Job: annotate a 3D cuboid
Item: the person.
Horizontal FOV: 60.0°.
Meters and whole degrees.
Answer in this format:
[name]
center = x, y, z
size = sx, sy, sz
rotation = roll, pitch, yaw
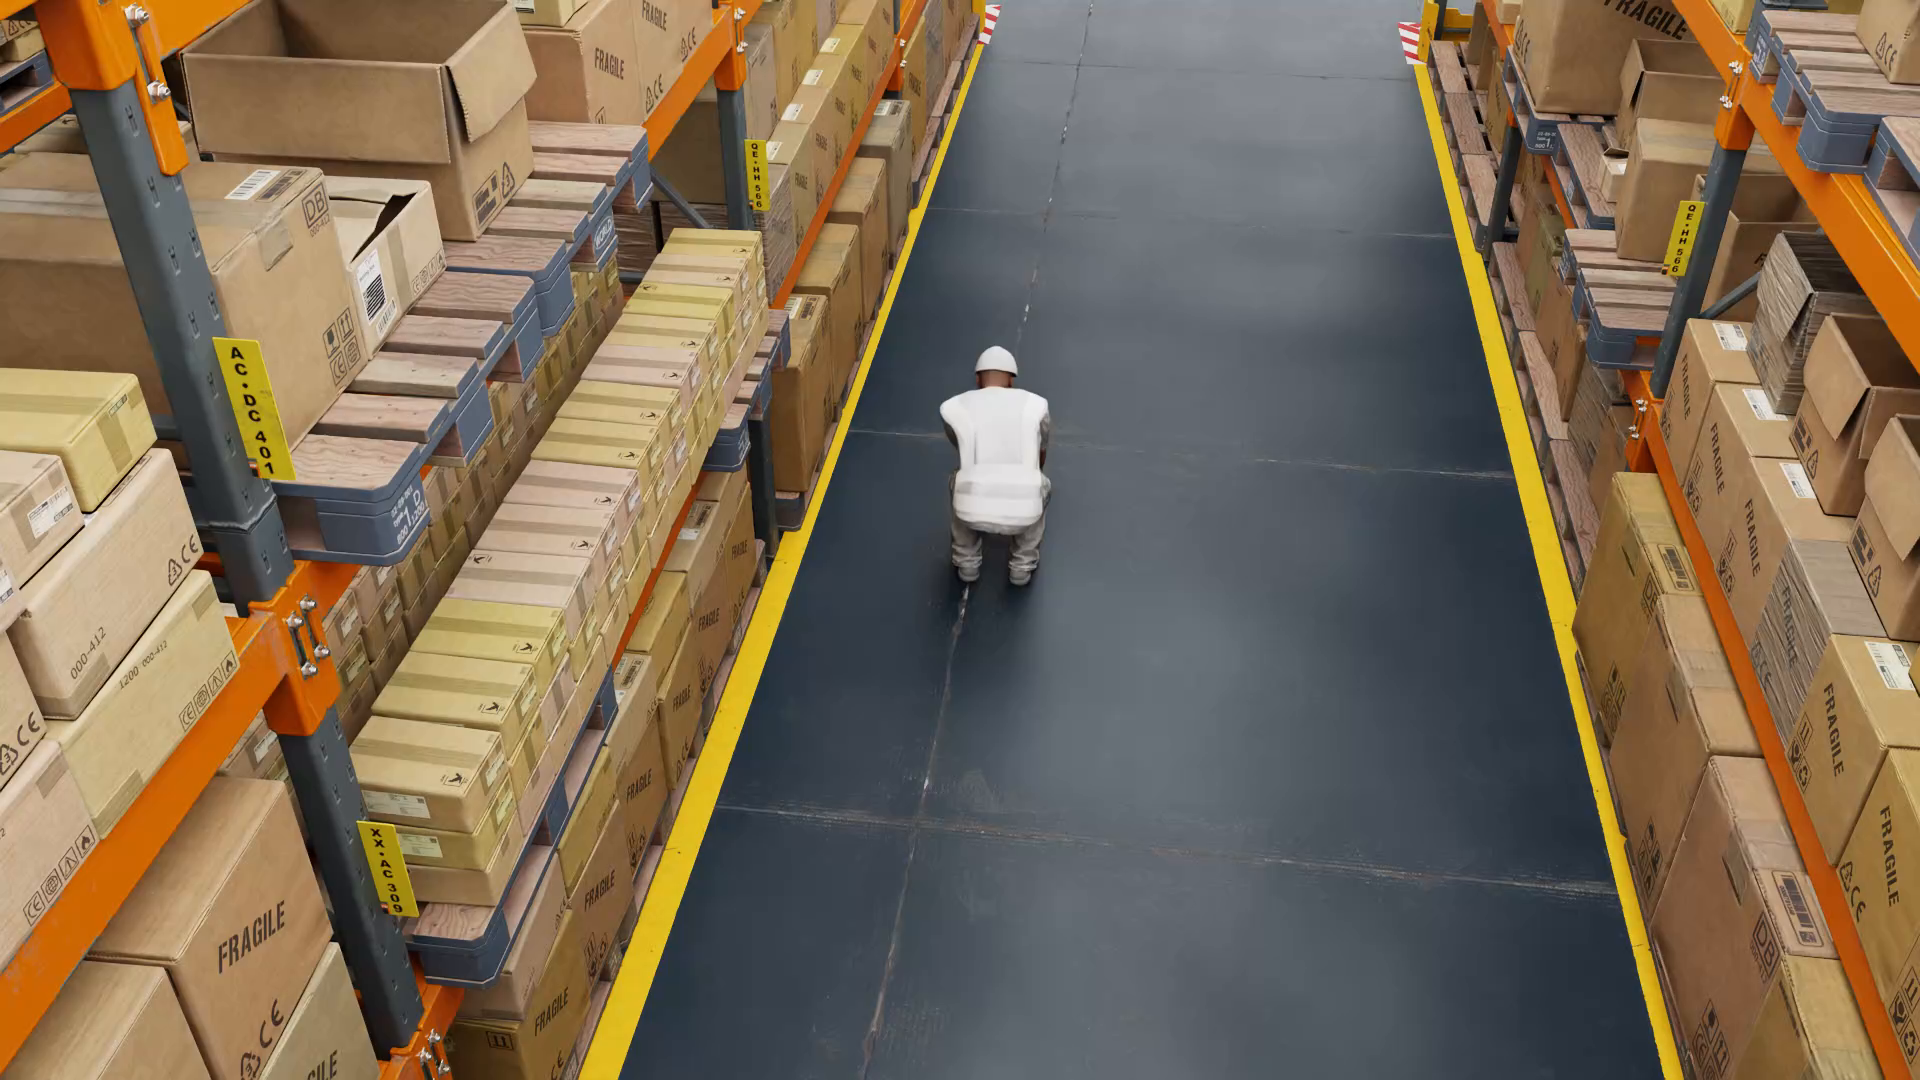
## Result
[person]
center = 0.175, -0.345, 8.176
size = 0.557, 1.004, 0.916
rotation = 4, 36, 5
